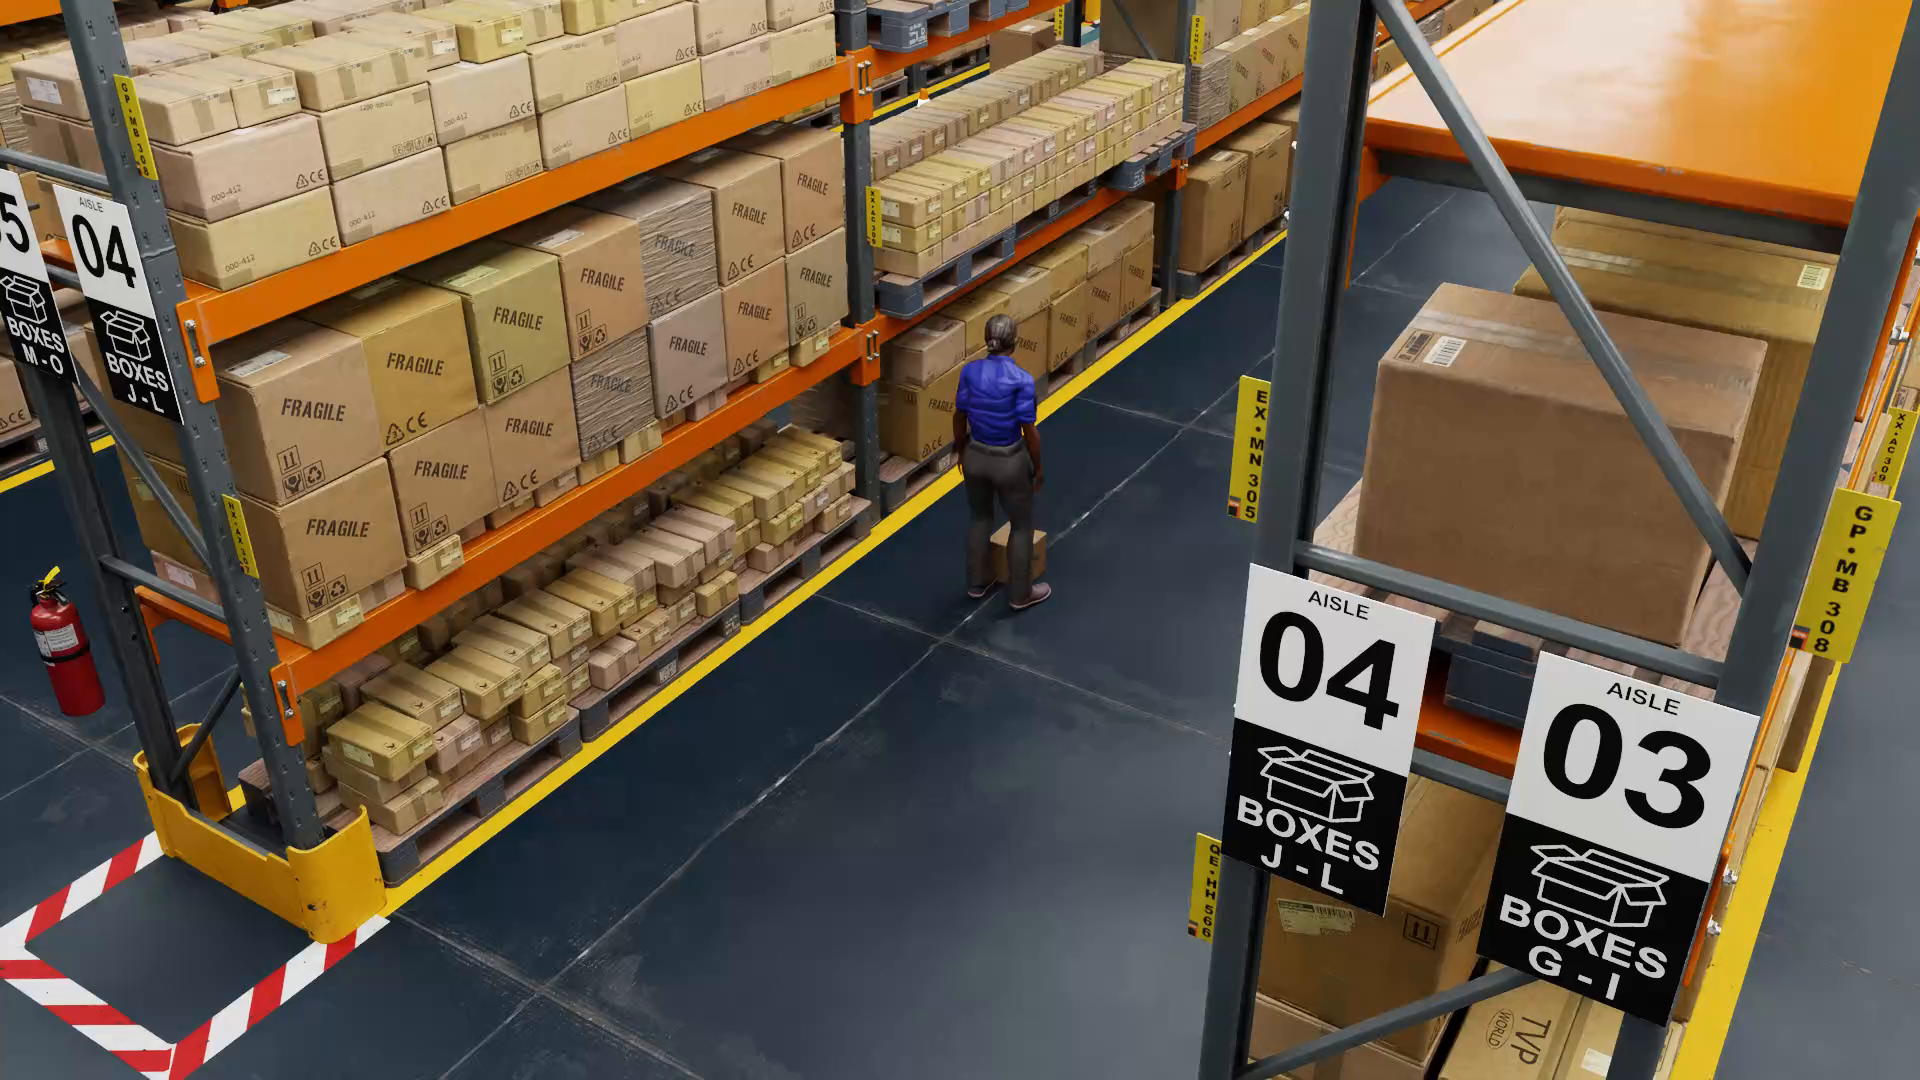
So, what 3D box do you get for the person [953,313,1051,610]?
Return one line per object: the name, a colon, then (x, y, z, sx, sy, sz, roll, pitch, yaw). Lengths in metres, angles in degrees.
person: (0.218, -0.410, 8.877, 0.533, 1.655, 0.347, 14, 34, 23)
